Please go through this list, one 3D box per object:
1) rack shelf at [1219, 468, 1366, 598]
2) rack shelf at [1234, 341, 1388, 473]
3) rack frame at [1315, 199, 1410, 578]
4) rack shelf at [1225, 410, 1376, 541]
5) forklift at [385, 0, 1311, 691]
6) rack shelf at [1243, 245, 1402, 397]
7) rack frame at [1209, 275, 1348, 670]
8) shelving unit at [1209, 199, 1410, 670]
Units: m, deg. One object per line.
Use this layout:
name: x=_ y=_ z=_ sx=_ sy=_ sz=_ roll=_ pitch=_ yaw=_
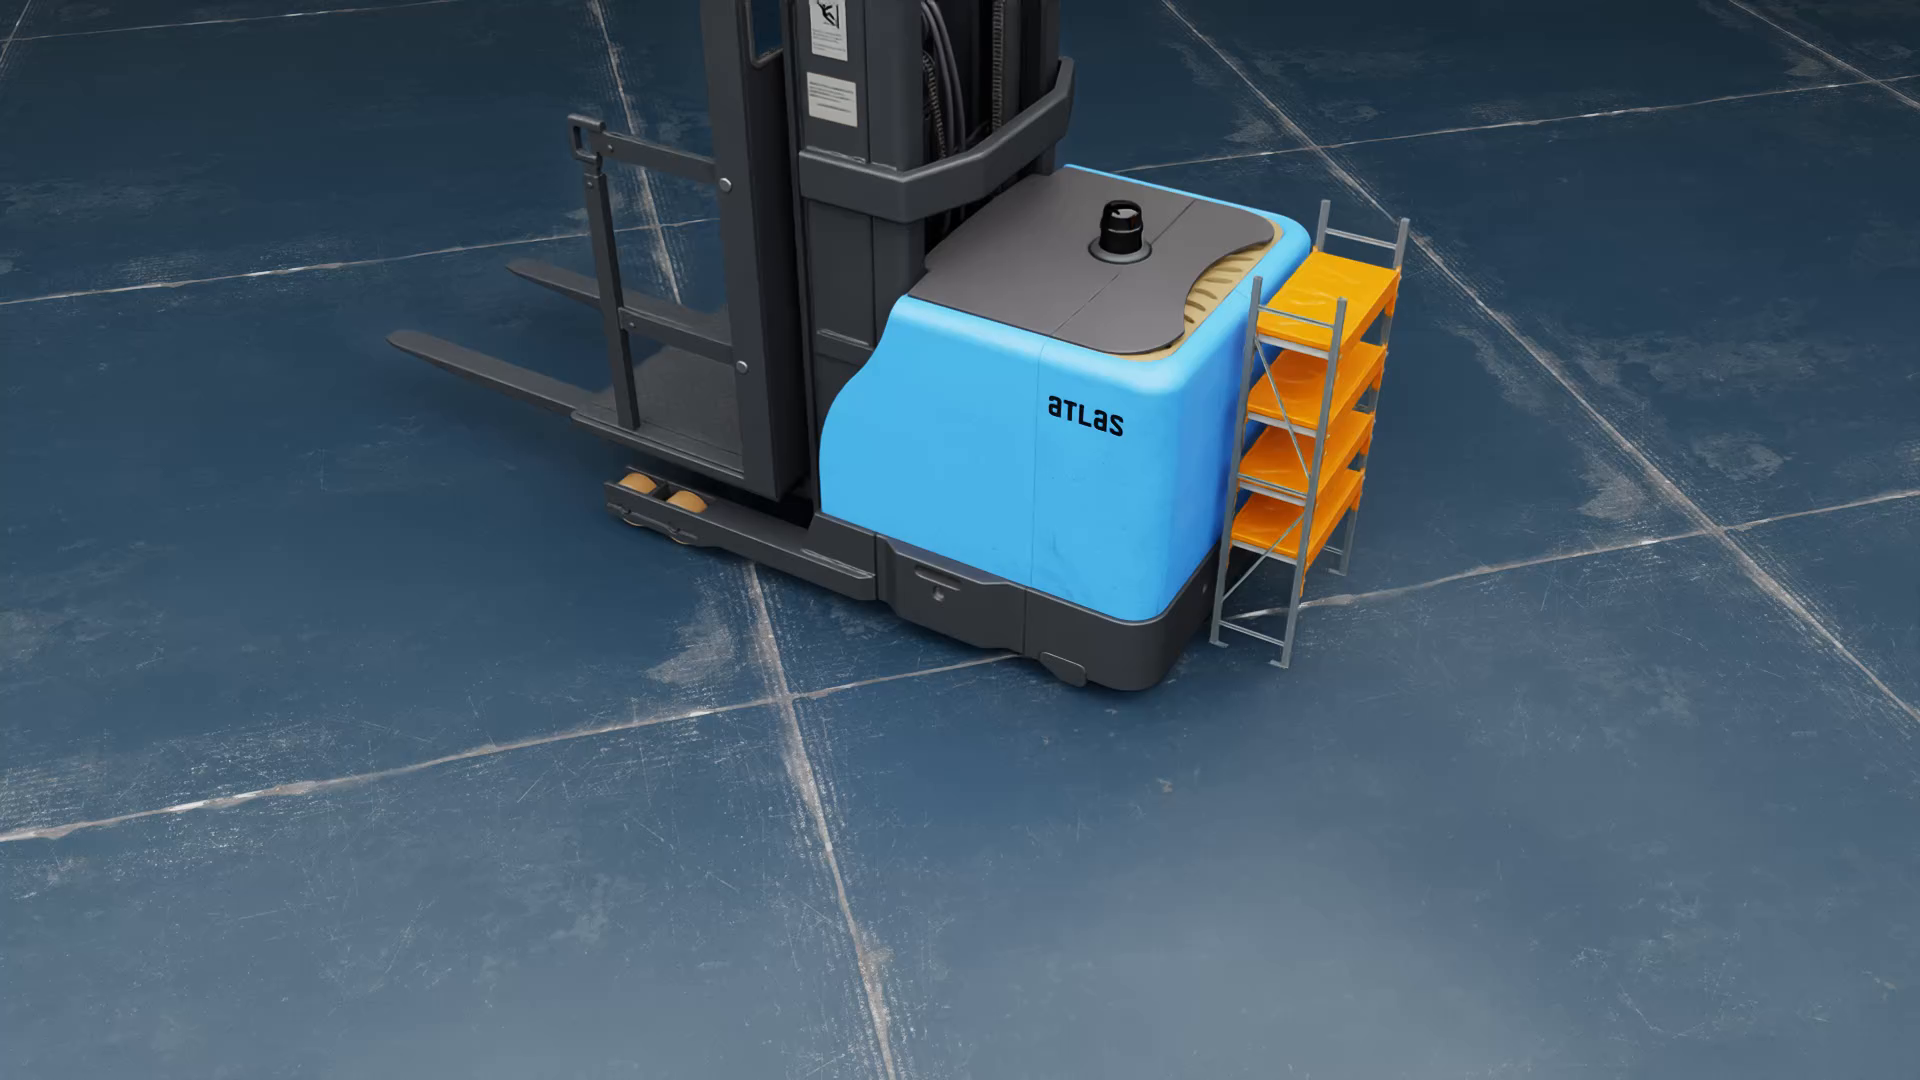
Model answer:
rack shelf: x=0.957 y=-0.061 z=4.780 sx=0.258 sy=0.148 sz=0.480 roll=19 pitch=41 yaw=23
rack shelf: x=0.957 y=-0.397 z=4.523 sx=0.258 sy=0.148 sz=0.480 roll=19 pitch=41 yaw=23
rack frame: x=1.078 y=-0.401 z=4.787 sx=0.240 sy=1.200 sz=0.015 roll=19 pitch=41 yaw=23
rack shelf: x=0.957 y=-0.219 z=4.659 sx=0.258 sy=0.148 sz=0.480 roll=19 pitch=41 yaw=23
forklift: x=-0.536 y=-1.406 z=4.675 sx=3.031 sy=2.935 sz=1.130 roll=20 pitch=42 yaw=24
rack shelf: x=0.957 y=-0.584 z=4.380 sx=0.258 sy=0.148 sz=0.480 roll=19 pitch=41 yaw=23
rack frame: x=0.836 y=-0.144 z=4.450 sx=0.240 sy=1.200 sz=0.015 roll=19 pitch=41 yaw=23
shelving unit: x=0.957 y=-0.272 z=4.618 sx=0.258 sy=1.200 sz=0.503 roll=19 pitch=41 yaw=23
